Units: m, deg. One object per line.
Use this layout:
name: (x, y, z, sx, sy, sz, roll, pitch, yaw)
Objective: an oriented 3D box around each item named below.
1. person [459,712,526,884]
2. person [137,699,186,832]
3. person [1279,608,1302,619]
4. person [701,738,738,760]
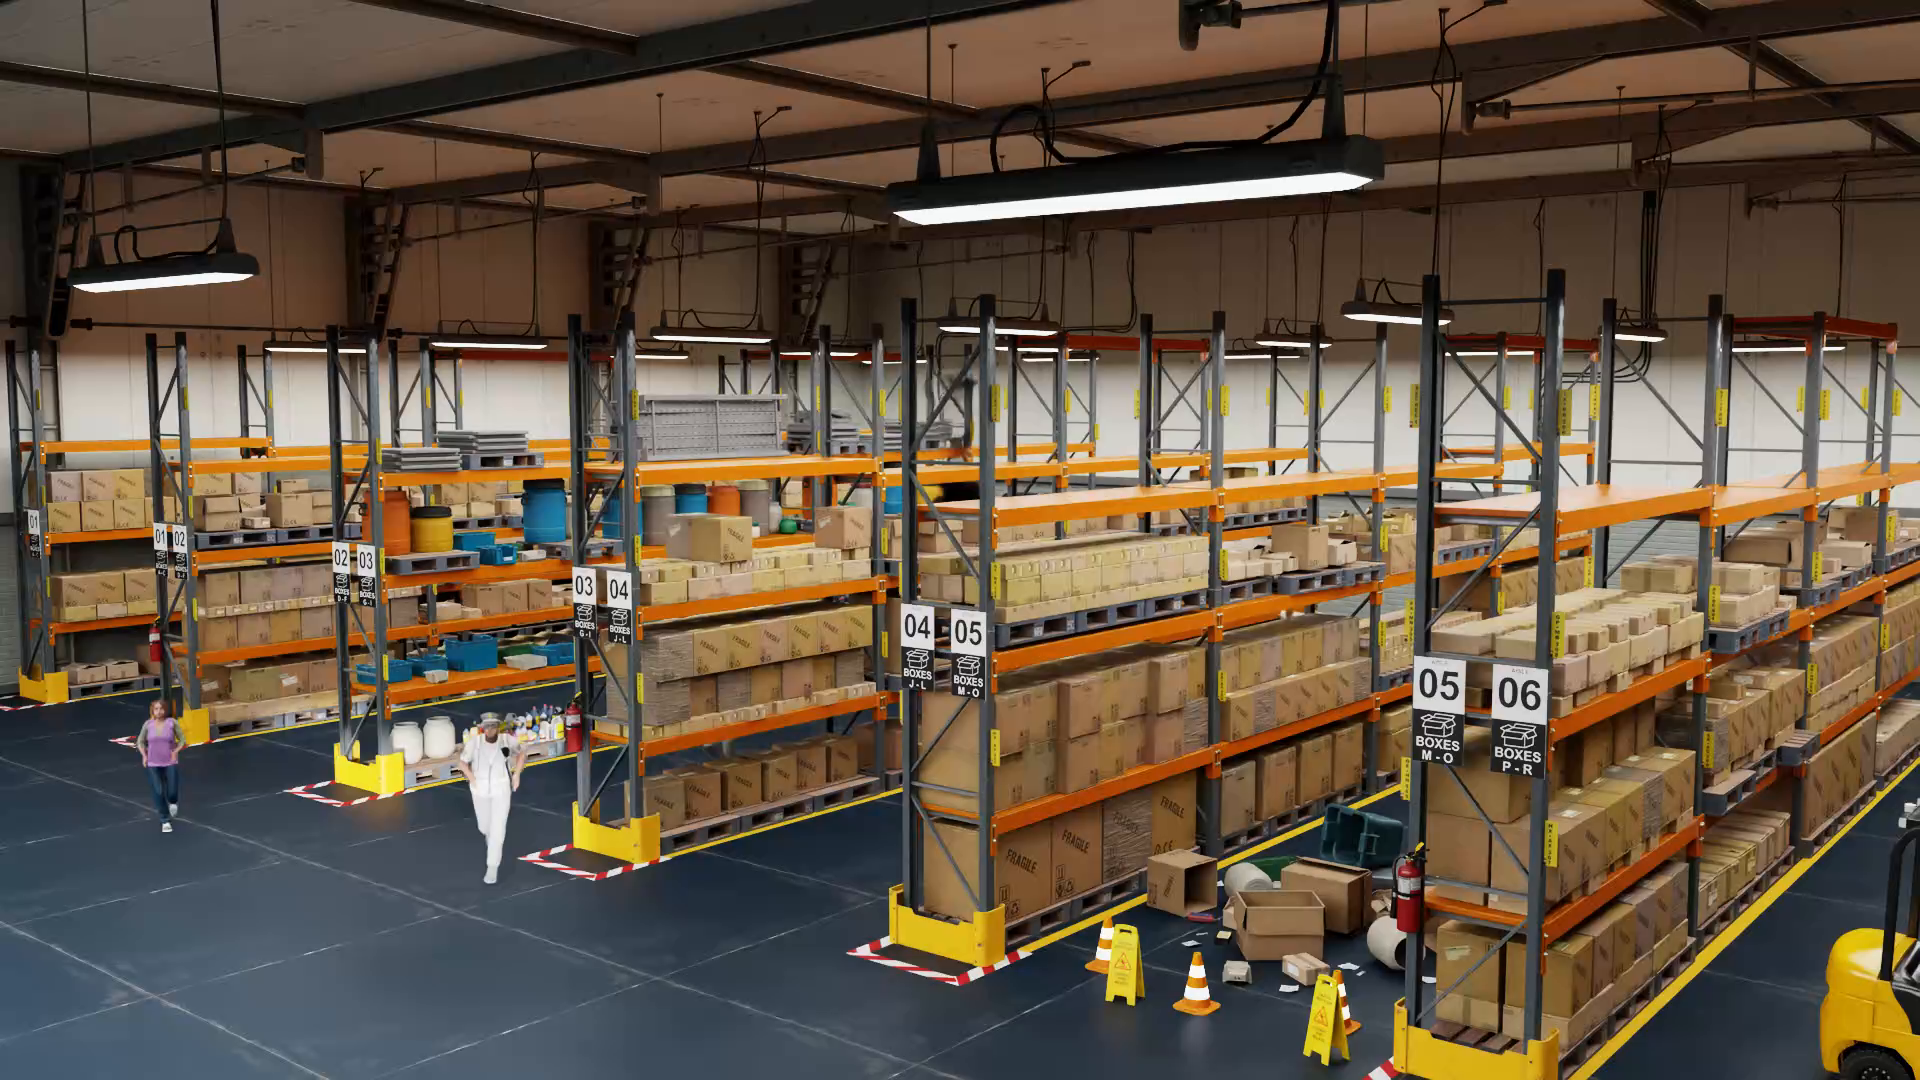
person: (-5.007, 2.682, 17.815, 0.674, 1.757, 1.111, -1, 5, -10)
person: (-9.377, 2.633, 19.542, 0.527, 1.555, 0.587, -2, 6, -21)
person: (5.533, 1.830, 27.484, 0.694, 1.773, 1.015, 3, 6, 34)
person: (-3.169, 2.380, 21.965, 0.588, 1.611, 0.653, 3, 6, 28)
